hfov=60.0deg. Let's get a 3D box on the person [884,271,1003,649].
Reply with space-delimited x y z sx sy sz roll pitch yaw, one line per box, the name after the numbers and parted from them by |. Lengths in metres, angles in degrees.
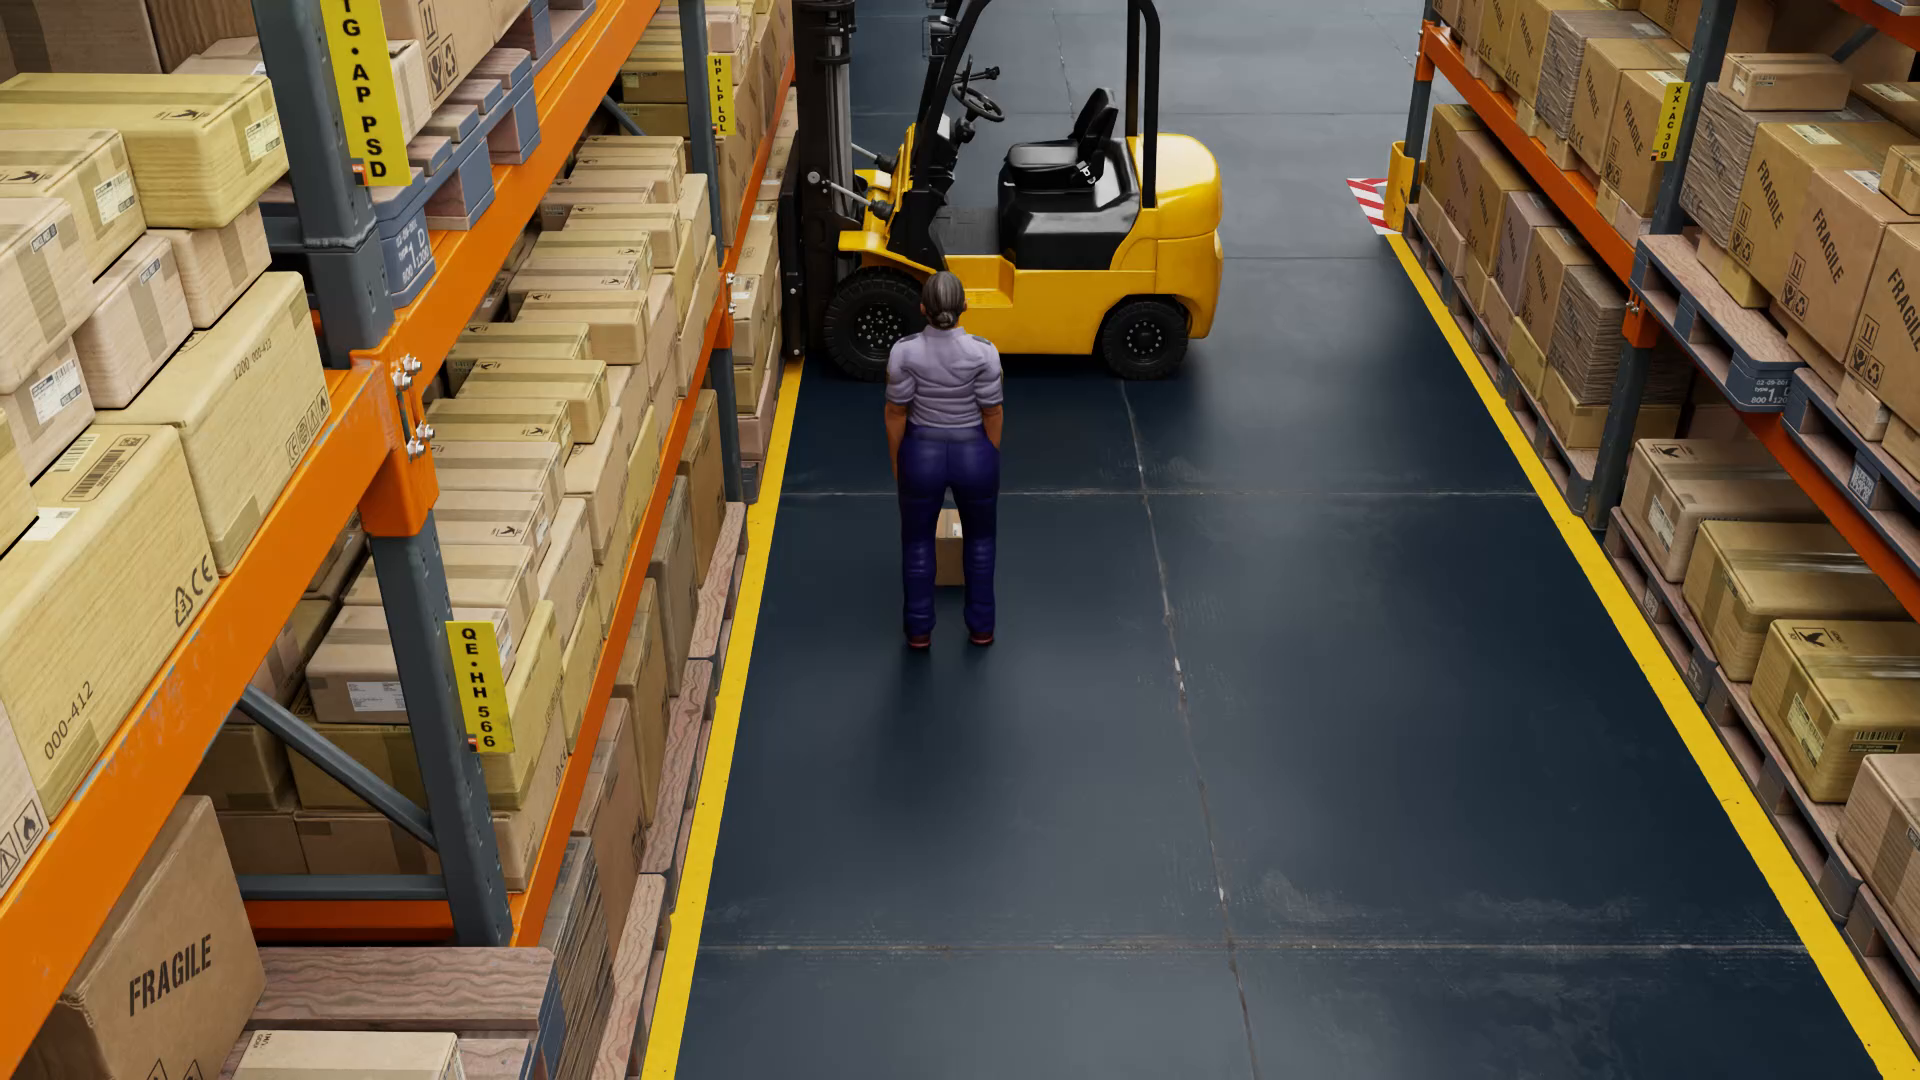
-0.063 -0.300 6.670 0.466 1.630 0.344 1 32 1 | person
